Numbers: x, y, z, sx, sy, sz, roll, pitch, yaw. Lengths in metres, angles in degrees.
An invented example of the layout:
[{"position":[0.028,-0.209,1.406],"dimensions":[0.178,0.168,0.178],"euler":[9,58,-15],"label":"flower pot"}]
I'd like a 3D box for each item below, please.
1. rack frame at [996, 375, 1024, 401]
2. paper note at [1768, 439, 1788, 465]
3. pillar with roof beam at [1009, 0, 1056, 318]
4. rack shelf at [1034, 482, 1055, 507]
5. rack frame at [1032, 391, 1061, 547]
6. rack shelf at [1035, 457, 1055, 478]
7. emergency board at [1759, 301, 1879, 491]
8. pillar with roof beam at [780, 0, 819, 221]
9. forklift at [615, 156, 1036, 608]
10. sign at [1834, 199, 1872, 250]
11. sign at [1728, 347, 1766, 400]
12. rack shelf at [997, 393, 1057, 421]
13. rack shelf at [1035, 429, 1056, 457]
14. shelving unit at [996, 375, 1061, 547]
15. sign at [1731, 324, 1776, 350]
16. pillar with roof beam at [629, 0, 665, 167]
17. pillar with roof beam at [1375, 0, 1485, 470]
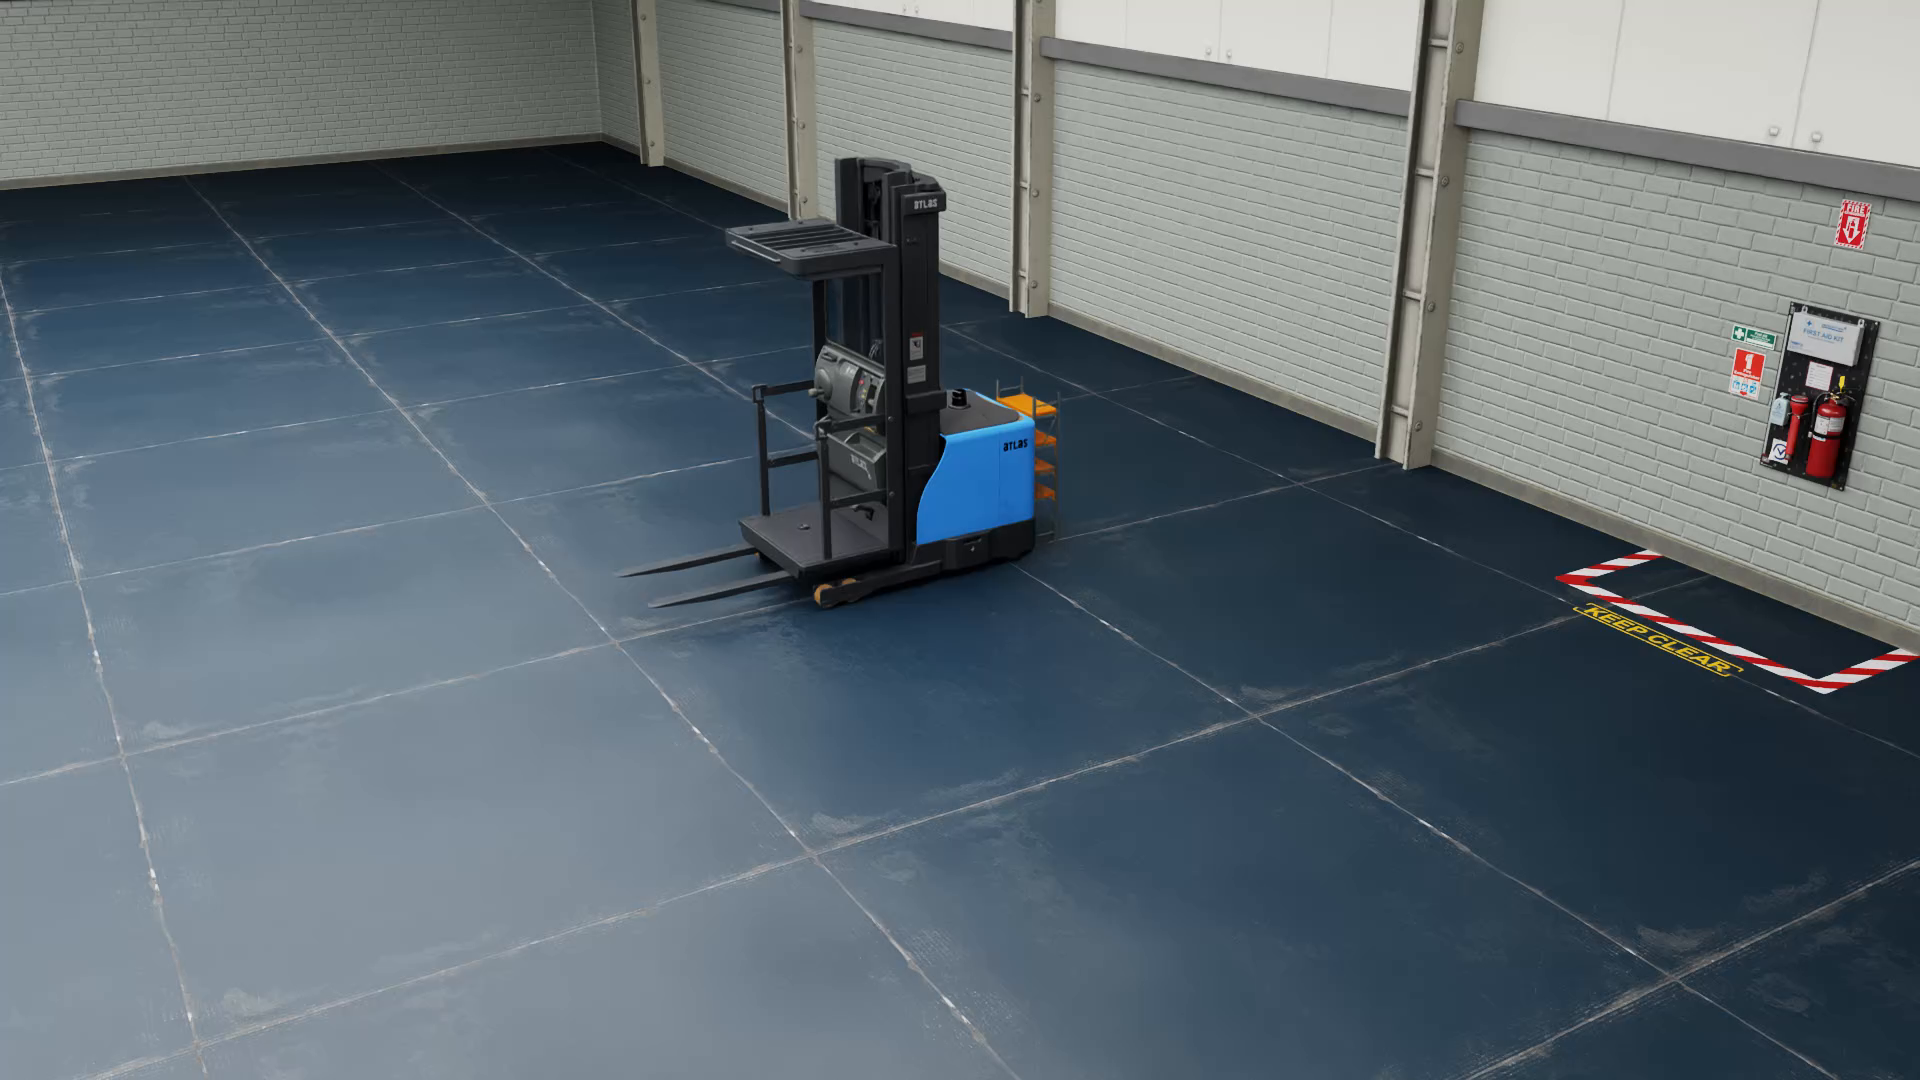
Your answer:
[{"position":[0.383,-0.680,12.891],"dimensions":[0.240,1.200,0.015],"euler":[-13,26,-29],"label":"rack frame"},{"position":[5.676,-0.613,11.506],"dimensions":[0.016,0.148,0.142],"euler":[-13,25,-28],"label":"paper note"},{"position":[-2.894,-5.979,15.570],"dimensions":[9.100,9.000,0.400],"euler":[-13,25,-28],"label":"pillar with roof beam"},{"position":[0.512,-0.356,12.799],"dimensions":[0.258,0.148,0.480],"euler":[-13,26,-29],"label":"rack shelf"},{"position":[0.640,-0.524,12.507],"dimensions":[0.240,1.200,0.015],"euler":[-13,26,-29],"label":"rack frame"},{"position":[0.512,-0.540,12.724],"dimensions":[0.258,0.148,0.480],"euler":[-13,26,-29],"label":"rack shelf"},{"position":[5.707,-0.950,11.166],"dimensions":[0.194,1.169,0.643],"euler":[-13,25,-28],"label":"emergency board"},{"position":[-5.959,-7.921,20.349],"dimensions":[9.100,9.000,0.400],"euler":[-13,25,-28],"label":"pillar with roof beam"},{"position":[-0.956,-1.107,11.643],"dimensions":[3.031,2.935,1.130],"euler":[-13,26,-29],"label":"forklift"},{"position":[5.789,-2.046,10.783],"dimensions":[0.001,0.298,0.199],"euler":[-13,25,-28],"label":"sign"},{"position":[5.513,-1.166,11.649],"dimensions":[0.001,0.329,0.234],"euler":[-13,25,-28],"label":"sign"},{"position":[0.512,-0.966,12.551],"dimensions":[0.258,0.148,0.480],"euler":[-13,26,-29],"label":"rack shelf"},{"position":[0.512,-0.747,12.640],"dimensions":[0.258,0.148,0.480],"euler":[-13,26,-29],"label":"rack shelf"},{"position":[0.512,-0.602,12.699],"dimensions":[0.258,1.200,0.503],"euler":[-13,26,-29],"label":"shelving unit"},{"position":[5.508,-1.408,11.541],"dimensions":[0.001,0.109,0.331],"euler":[-13,25,-28],"label":"sign"},{"position":[-9.024,-9.863,25.127],"dimensions":[9.100,9.000,0.400],"euler":[-13,25,-28],"label":"pillar with roof beam"},{"position":[0.171,-4.037,10.792],"dimensions":[9.100,9.000,0.400],"euler":[-13,25,-28],"label":"pillar with roof beam"}]
